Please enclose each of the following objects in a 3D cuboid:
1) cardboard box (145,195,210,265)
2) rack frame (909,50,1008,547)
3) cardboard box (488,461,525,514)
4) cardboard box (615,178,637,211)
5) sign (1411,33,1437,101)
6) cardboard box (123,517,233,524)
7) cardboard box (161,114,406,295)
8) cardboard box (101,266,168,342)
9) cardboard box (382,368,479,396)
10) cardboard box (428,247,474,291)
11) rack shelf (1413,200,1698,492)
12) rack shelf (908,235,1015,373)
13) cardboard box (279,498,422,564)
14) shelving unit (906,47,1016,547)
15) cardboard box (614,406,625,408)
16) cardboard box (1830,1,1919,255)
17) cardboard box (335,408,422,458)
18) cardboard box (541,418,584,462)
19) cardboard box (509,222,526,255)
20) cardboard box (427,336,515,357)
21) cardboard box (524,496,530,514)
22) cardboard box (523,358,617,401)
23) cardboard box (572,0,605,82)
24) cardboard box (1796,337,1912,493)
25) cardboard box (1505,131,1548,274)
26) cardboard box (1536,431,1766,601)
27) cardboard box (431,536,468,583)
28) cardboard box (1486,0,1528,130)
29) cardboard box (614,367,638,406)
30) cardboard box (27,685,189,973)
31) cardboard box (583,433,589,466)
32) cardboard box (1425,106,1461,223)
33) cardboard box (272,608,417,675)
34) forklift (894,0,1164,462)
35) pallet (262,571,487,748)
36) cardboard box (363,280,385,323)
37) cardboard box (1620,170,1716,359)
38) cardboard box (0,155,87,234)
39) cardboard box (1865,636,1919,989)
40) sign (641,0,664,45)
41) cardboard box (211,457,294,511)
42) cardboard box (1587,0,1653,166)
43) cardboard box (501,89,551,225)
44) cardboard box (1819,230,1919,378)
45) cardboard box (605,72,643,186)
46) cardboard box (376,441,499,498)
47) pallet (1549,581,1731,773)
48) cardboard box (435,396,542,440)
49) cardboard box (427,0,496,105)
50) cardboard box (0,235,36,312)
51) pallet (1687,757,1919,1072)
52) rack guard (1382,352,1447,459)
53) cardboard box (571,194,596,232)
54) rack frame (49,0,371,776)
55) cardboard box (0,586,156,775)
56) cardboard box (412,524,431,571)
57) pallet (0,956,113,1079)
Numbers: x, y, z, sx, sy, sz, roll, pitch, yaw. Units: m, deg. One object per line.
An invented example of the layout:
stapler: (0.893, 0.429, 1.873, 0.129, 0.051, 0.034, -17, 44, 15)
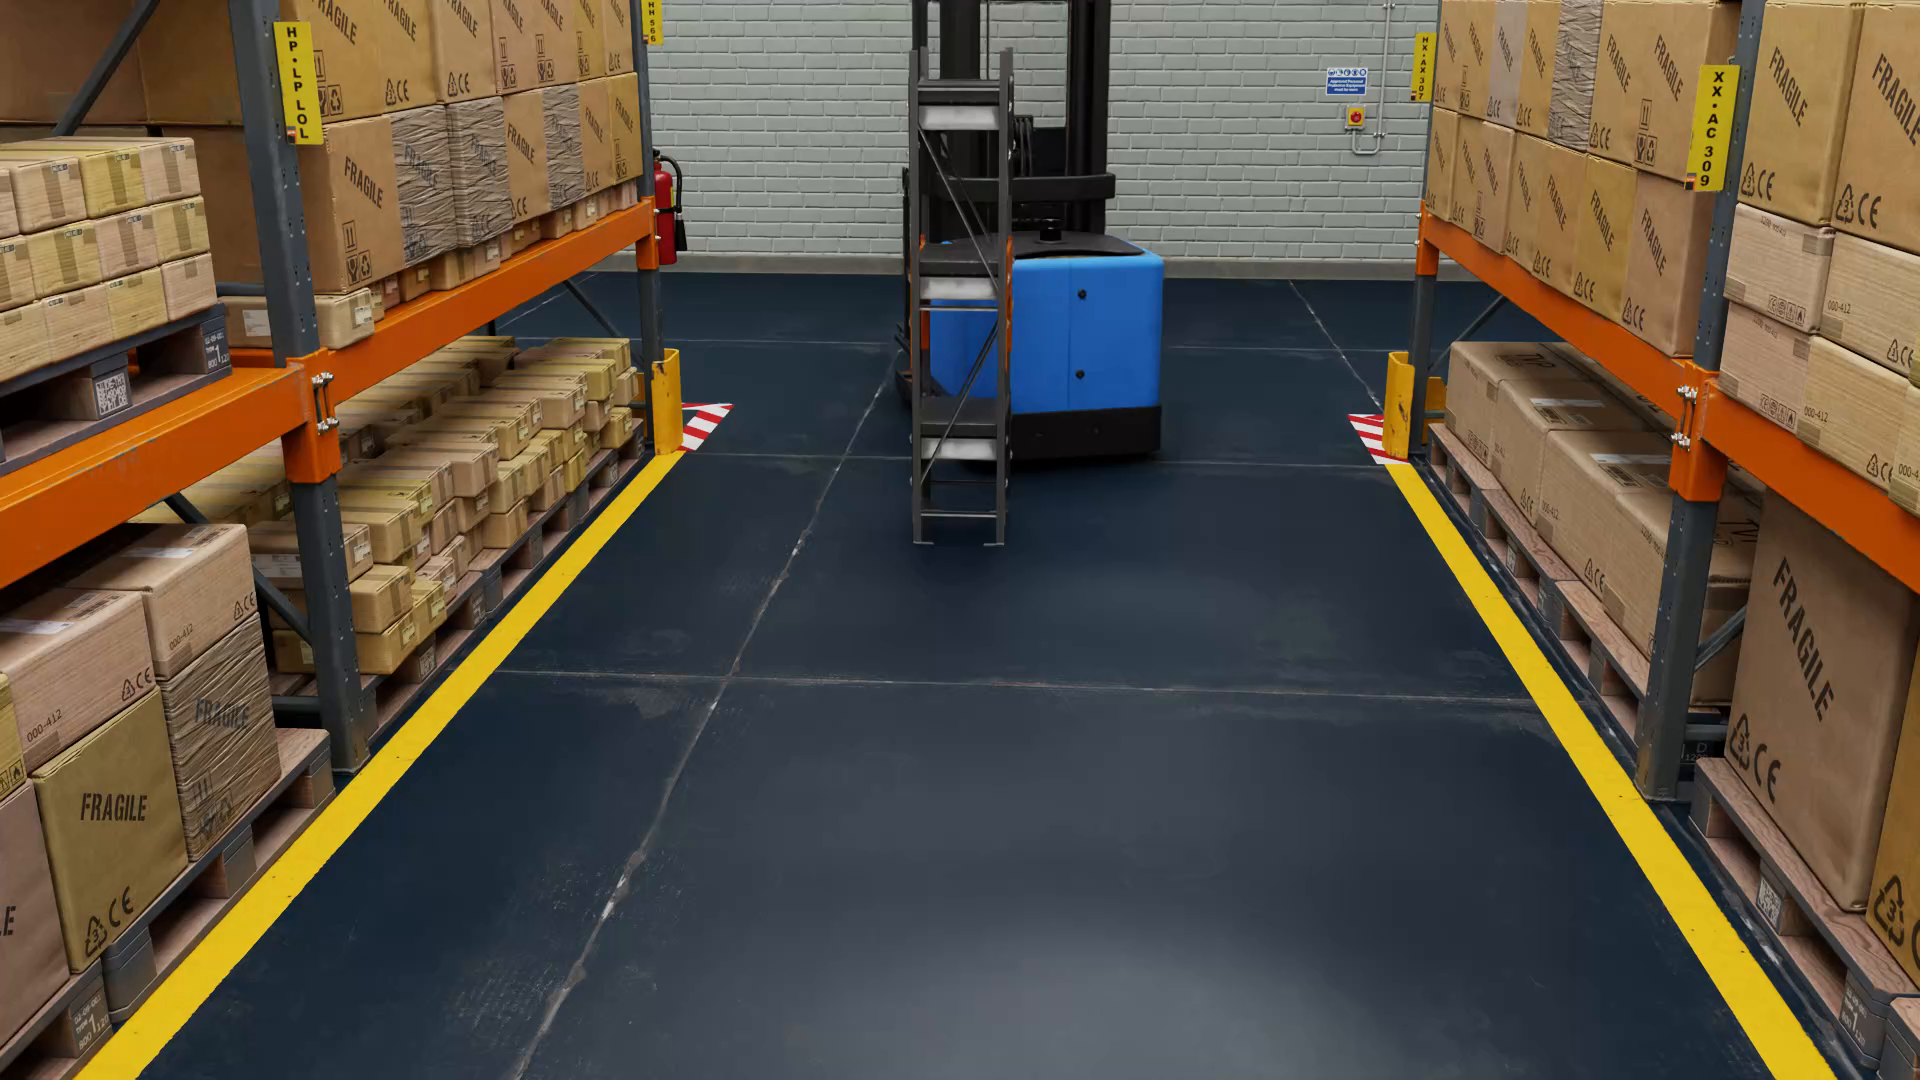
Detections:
cardboard box: (-2.210, -0.814, 4.341, 0.380, 0.149, 0.250, 2, 18, 6)
rack frame: (-0.006, -0.973, 7.022, 0.400, 2.100, 0.015, 1, 18, 4)
cardboard box: (-1.976, -0.215, 6.687, 0.380, 0.149, 0.250, 1, 18, 3)
cardboard box: (-1.833, -1.736, 8.306, 0.380, 0.149, 0.250, 1, 18, 4)
sign: (2.300, -2.347, 8.250, 0.100, 0.325, 0.005, 1, 18, 4)
cardboard box: (-2.613, 0.036, 5.445, 0.380, 0.149, 0.250, 2, 18, 5)
cardboard box: (-2.092, -1.057, 5.194, 0.500, 0.500, 0.500, 1, 18, 3)
cardboard box: (-2.227, -0.592, 4.141, 0.380, 0.149, 0.250, 1, 18, 4)
cardboard box: (-2.449, -0.692, 7.667, 0.380, 0.149, 0.250, 0, 18, 1)
cardboard box: (-2.012, -1.009, 6.087, 0.380, 0.149, 0.250, 2, 18, 5)
rack shelf: (2.709, -0.920, 6.570, 1.077, 0.370, 4.000, 1, 18, 4)
rack shelf: (0.012, -1.036, 7.257, 0.431, 0.518, 0.480, 1, 18, 4)
cardboard box: (-2.068, -0.034, 5.659, 0.380, 0.149, 0.250, 2, 18, 7)
shelving unit: (0.012, -1.049, 7.253, 0.431, 2.100, 0.503, 1, 18, 4)
cardboard box: (-1.921, -0.639, 8.461, 0.380, 0.149, 0.250, 2, 18, 5)
cardboard box: (2.239, -0.875, 3.510, 0.500, 0.500, 0.500, 1, 18, 4)
cardboard box: (-2.465, -0.446, 6.914, 0.380, 0.149, 0.250, 1, 18, 4)
cardboard box: (-1.905, -0.456, 7.423, 0.380, 0.149, 0.250, 2, 18, 5)
cardboard box: (-2.016, -1.255, 6.839, 0.380, 0.149, 0.250, 2, 18, 5)
cardboard box: (-2.468, -0.935, 8.408, 0.380, 0.149, 0.250, 0, 18, 1)
cardboard box: (-2.037, -0.158, 6.992, 0.380, 0.149, 0.250, 2, 18, 5)
cardboard box: (-1.844, -0.760, 7.874, 0.380, 0.149, 0.250, 1, 18, 3)
cardboard box: (-1.913, -2.322, 7.447, 0.500, 0.500, 0.500, 1, 18, 2)
cardboard box: (2.236, -0.278, 3.696, 0.500, 0.250, 0.500, 1, 18, 3)
cardboard box: (2.450, -1.317, 6.465, 0.500, 0.500, 0.500, 2, 18, 6)
cardboard box: (2.782, -0.094, 6.333, 0.875, 0.438, 0.875, 1, 18, 2)
cardboard box: (-2.078, 0.088, 6.241, 0.380, 0.149, 0.250, 1, 18, 3)
cardboard box: (2.475, -1.943, 6.768, 0.500, 0.500, 0.500, 1, 18, 3)
cardboard box: (-1.845, -0.778, 8.408, 0.380, 0.149, 0.250, 1, 18, 2)
cardboard box: (-2.217, 0.663, 3.923, 0.500, 0.500, 0.500, 1, 18, 3)
cardboard box: (-1.948, -0.400, 7.731, 0.380, 0.149, 0.250, 1, 18, 4)
cardboard box: (2.532, -1.788, 7.903, 0.500, 0.500, 0.500, 1, 18, 3)
cardboard box: (-2.032, 0.329, 5.506, 0.380, 0.149, 0.250, 0, 18, 2)
forklift: (0.229, -2.207, 9.452, 1.130, 2.935, 3.031, -4, 19, -12)
pallet: (-2.366, 0.395, 5.877, 1.003, 0.211, 1.213, 1, 18, 4)
cardboard box: (-2.087, -0.763, 5.339, 0.380, 0.149, 0.250, 2, 18, 6)
cardboard box: (2.344, -0.838, 5.004, 0.500, 0.500, 0.500, 1, 18, 4)
cardboard box: (-2.251, -0.790, 3.792, 0.380, 0.149, 0.250, 1, 18, 2)
cardboard box: (2.544, 0.644, 3.378, 0.875, 0.875, 0.875, 2, 18, 6)
sign: (-1.540, -2.644, 8.309, 0.100, 0.325, 0.005, 1, 18, 4)
cardboard box: (-2.527, -0.201, 6.167, 0.380, 0.149, 0.250, 2, 18, 6)
cardboard box: (2.369, -1.474, 5.338, 0.500, 0.500, 0.500, 1, 18, 3)
cardboard box: (-1.982, -1.534, 6.649, 0.500, 0.500, 0.500, 2, 18, 7)
cardboard box: (2.244, -0.515, 3.614, 0.500, 0.250, 0.500, 2, 18, 5)
cardboard box: (-1.867, -2.006, 8.090, 0.500, 0.500, 0.500, 2, 18, 5)
cardboard box: (-2.004, -0.273, 6.387, 0.380, 0.149, 0.250, 2, 18, 5)
pallet: (2.699, 0.450, 5.712, 1.003, 0.211, 1.213, 1, 18, 4)
cardboard box: (-2.019, -0.517, 7.132, 0.380, 0.149, 0.250, 1, 18, 2)
cardboard box: (-2.014, -1.836, 5.965, 0.500, 0.500, 0.500, 2, 18, 5)
cardboard box: (-2.264, -0.570, 3.597, 0.380, 0.149, 0.250, 1, 18, 2)
pallet: (2.586, 0.925, 4.260, 1.003, 0.211, 1.213, 1, 18, 4)
rack guard: (2.855, -0.703, 8.766, 1.175, 0.500, 0.348, 1, 18, 4)
cardboard box: (-1.886, -1.501, 7.591, 0.380, 0.149, 0.250, 2, 18, 5)
rack frame: (-2.378, -0.720, 4.804, 1.000, 3.000, 0.127, 1, 18, 4)
cardboard box: (-2.230, 0.308, 3.802, 0.500, 0.250, 0.500, 2, 18, 7)
cardboard box: (-2.123, 0.031, 5.937, 0.380, 0.149, 0.250, 1, 18, 4)
pallet: (-2.518, 1.227, 3.341, 1.003, 0.211, 1.213, 1, 18, 4)
